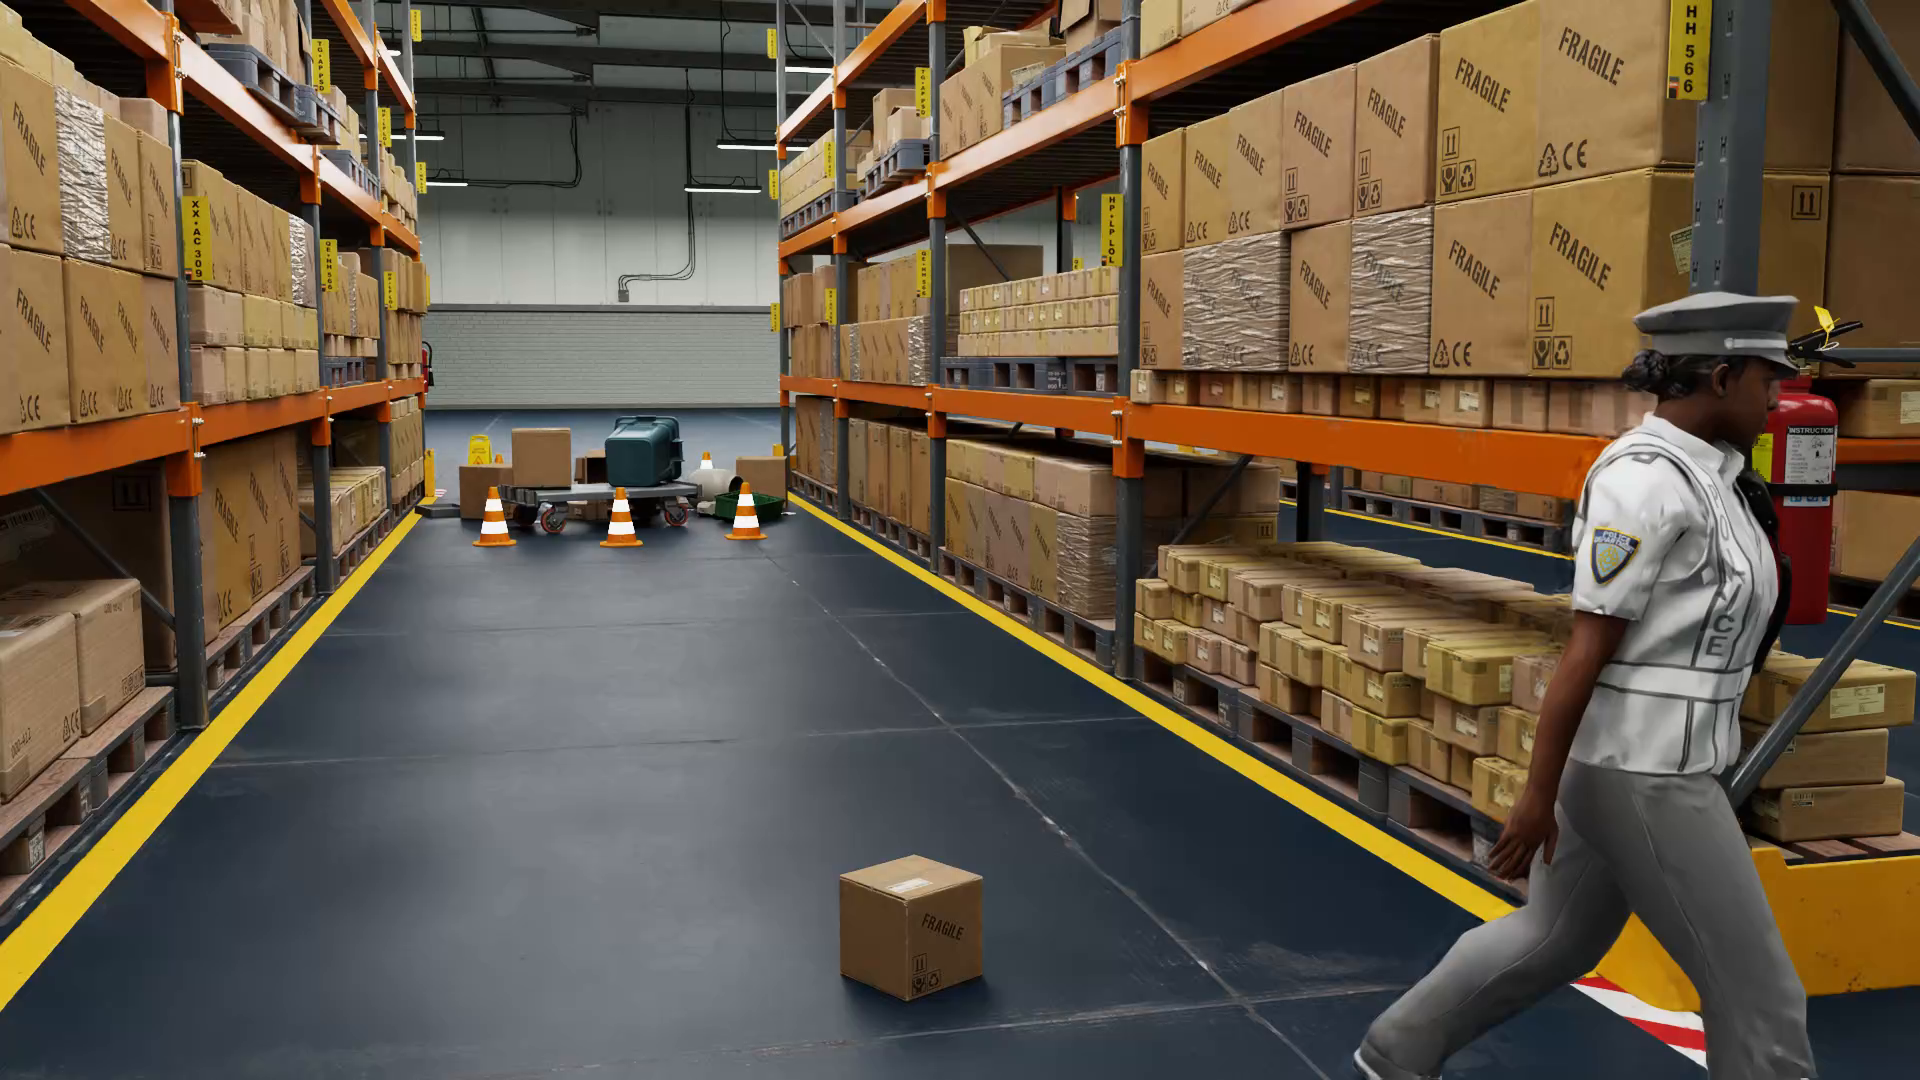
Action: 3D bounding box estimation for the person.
[{"bbox_3d":[1.173,0.385,2.816,1.063,1.595,0.543,4,7,32],"label":"person"}]
